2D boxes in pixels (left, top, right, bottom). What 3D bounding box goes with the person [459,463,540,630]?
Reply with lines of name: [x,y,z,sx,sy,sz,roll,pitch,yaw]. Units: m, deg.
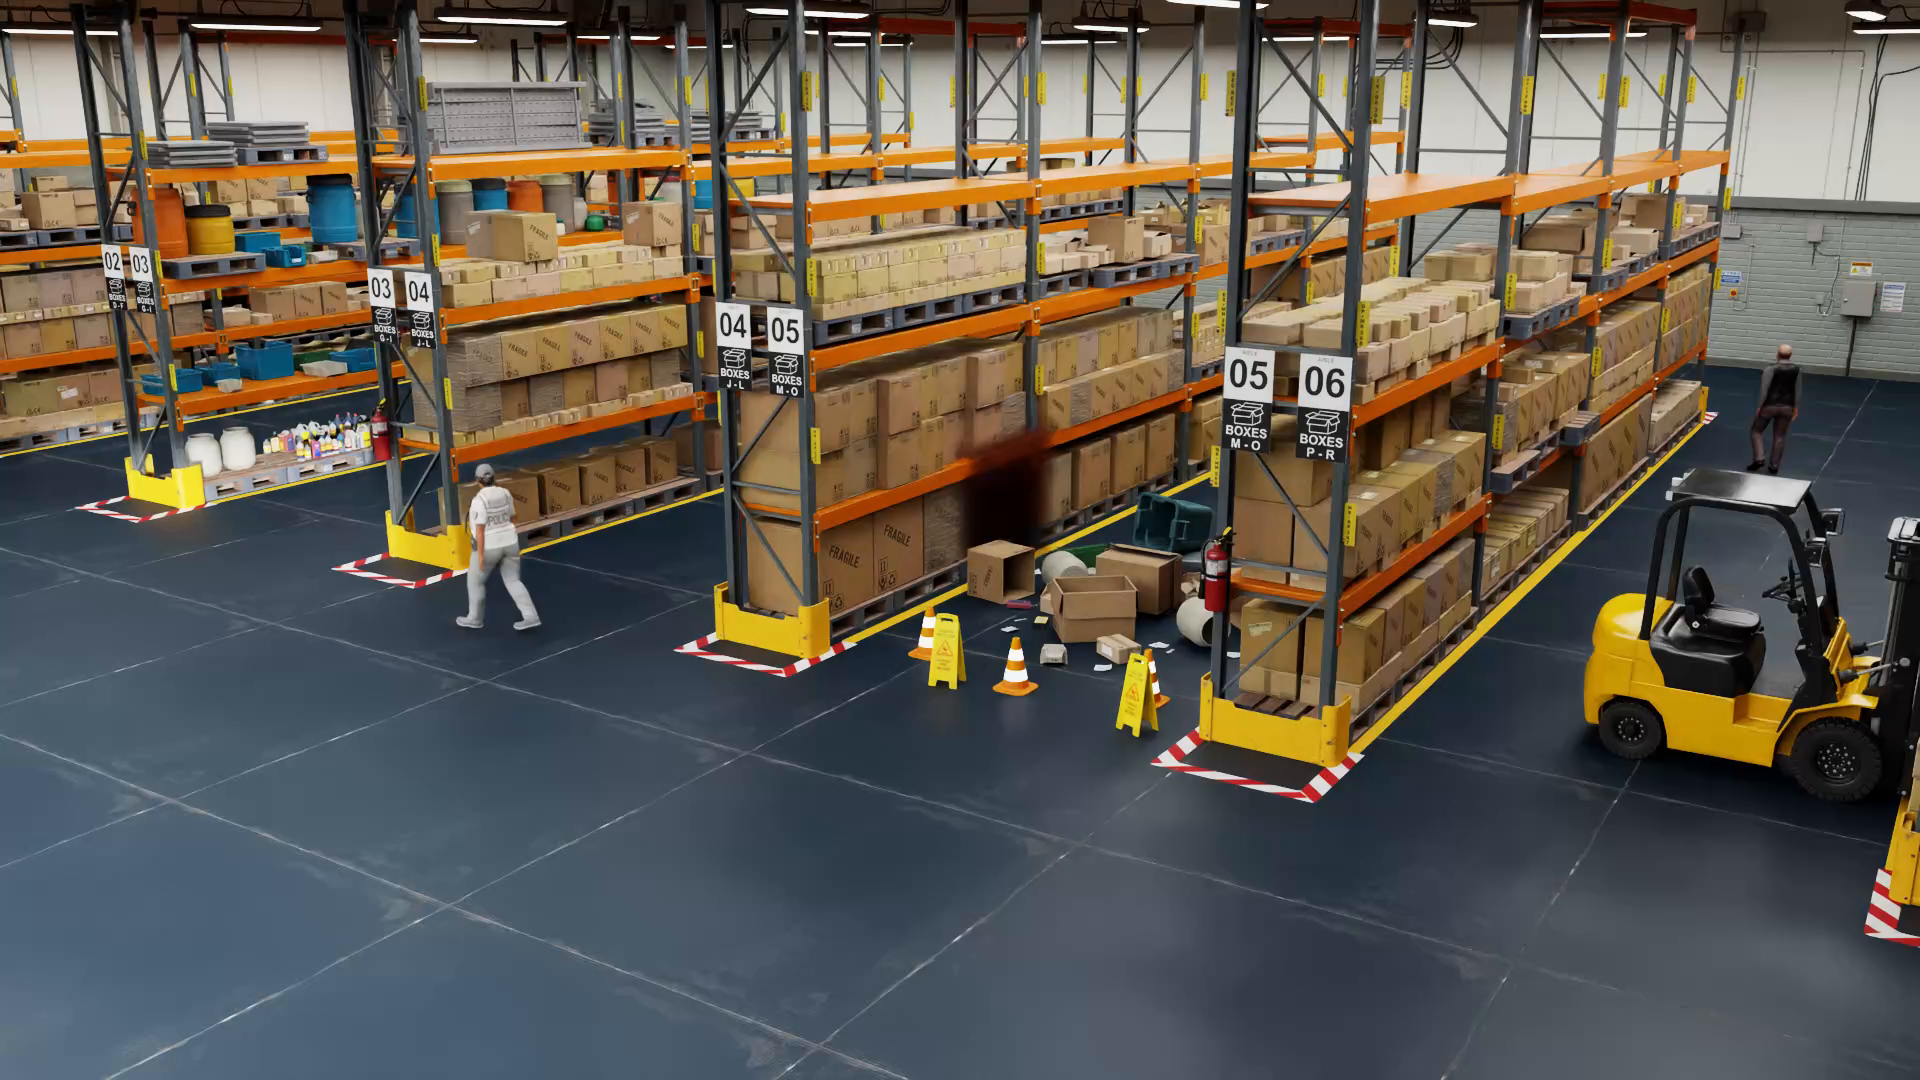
person: [-4.456,0.070,15.939,0.812,1.631,0.510,13,20,38]

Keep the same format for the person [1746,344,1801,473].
person: [10.985,-1.758,22.379,0.571,1.750,0.393,0,16,2]
